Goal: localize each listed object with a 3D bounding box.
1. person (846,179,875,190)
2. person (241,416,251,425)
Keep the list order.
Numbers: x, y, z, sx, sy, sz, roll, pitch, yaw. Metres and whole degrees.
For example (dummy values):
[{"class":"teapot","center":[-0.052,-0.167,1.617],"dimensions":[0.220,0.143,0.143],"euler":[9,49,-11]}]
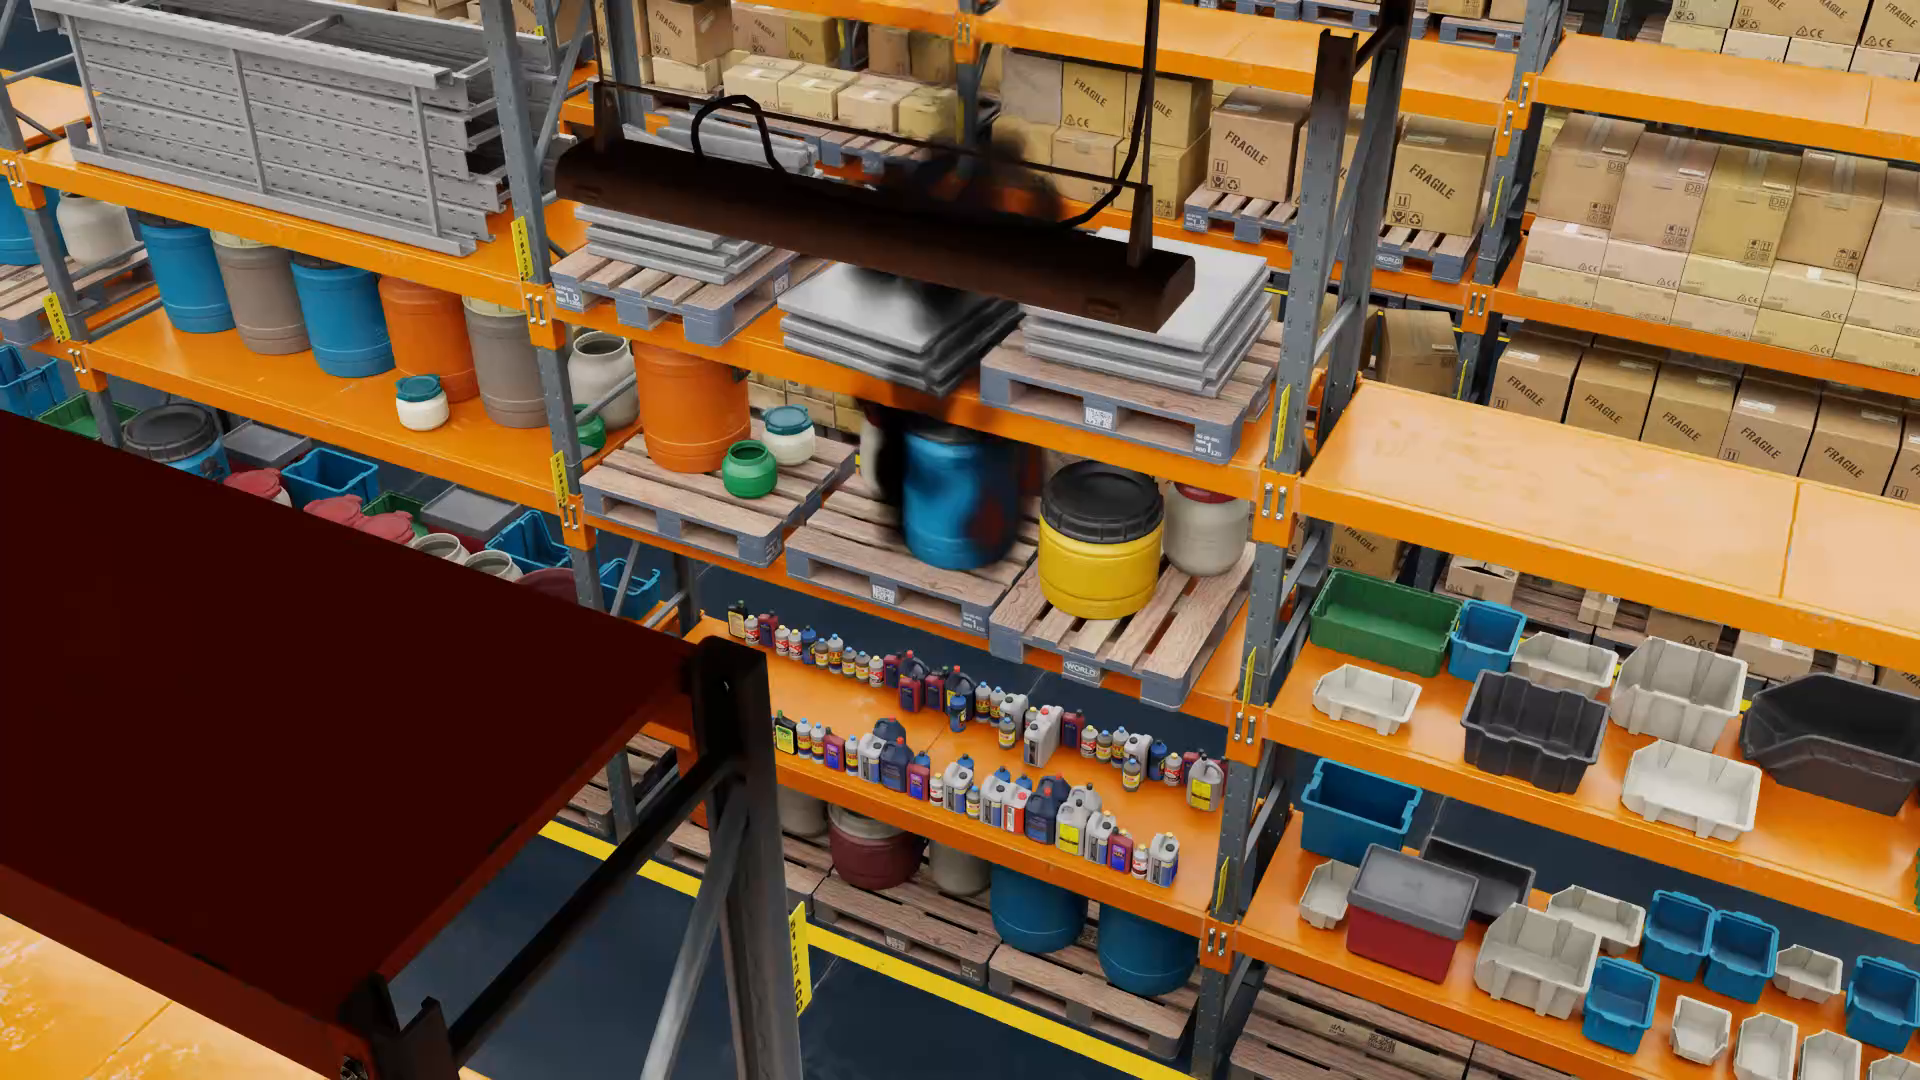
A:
[{"class":"person","center":[-1.042,-2.884,16.459],"dimensions":[0.709,1.835,0.640],"euler":[17,38,23]},{"class":"person","center":[-5.732,-1.040,13.846],"dimensions":[0.754,1.730,0.713],"euler":[16,38,21]}]
